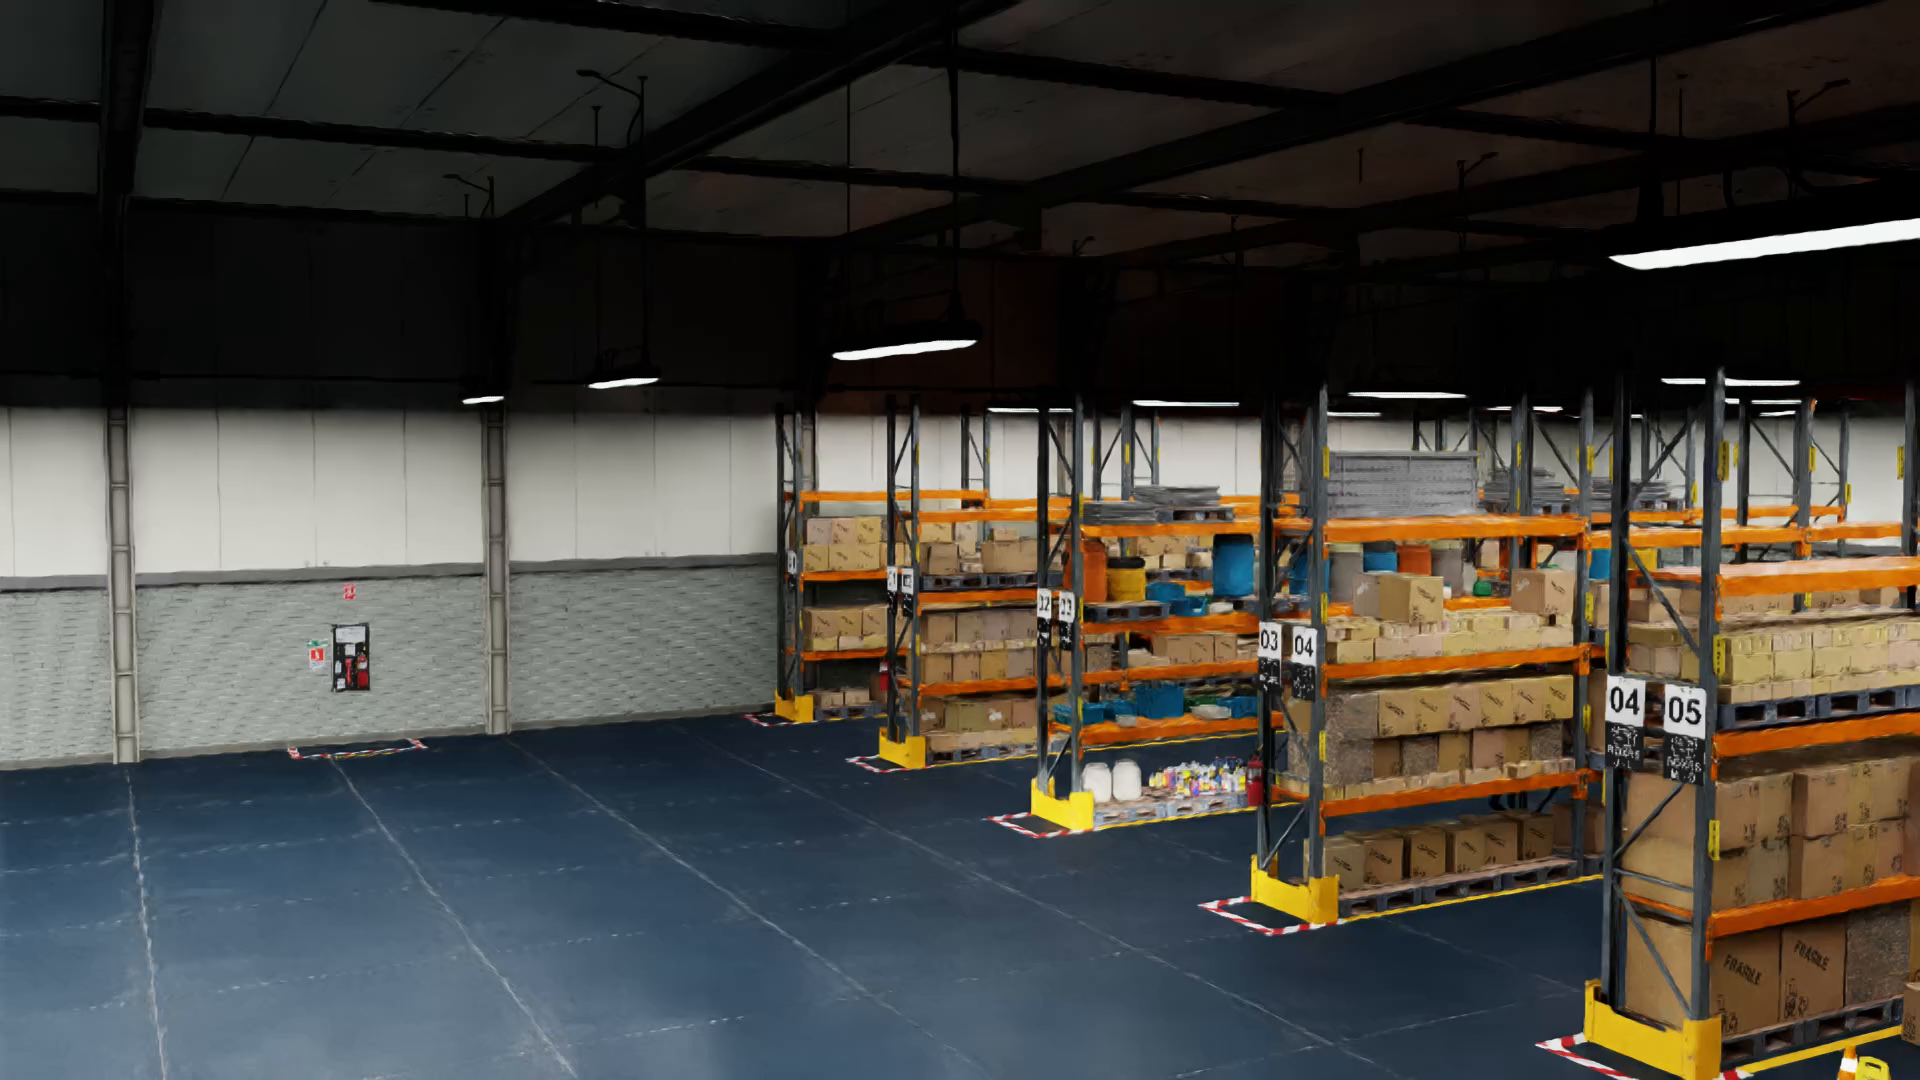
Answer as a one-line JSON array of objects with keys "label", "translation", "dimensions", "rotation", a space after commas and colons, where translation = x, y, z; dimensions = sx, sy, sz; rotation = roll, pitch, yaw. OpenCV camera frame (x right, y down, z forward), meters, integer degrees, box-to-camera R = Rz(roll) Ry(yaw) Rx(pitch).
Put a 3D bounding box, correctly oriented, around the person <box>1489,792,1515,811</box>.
[{"label": "person", "translation": [7.230, 3.158, 21.950], "dimensions": [0.519, 1.541, 0.566], "rotation": [-2, 4, -29]}]
